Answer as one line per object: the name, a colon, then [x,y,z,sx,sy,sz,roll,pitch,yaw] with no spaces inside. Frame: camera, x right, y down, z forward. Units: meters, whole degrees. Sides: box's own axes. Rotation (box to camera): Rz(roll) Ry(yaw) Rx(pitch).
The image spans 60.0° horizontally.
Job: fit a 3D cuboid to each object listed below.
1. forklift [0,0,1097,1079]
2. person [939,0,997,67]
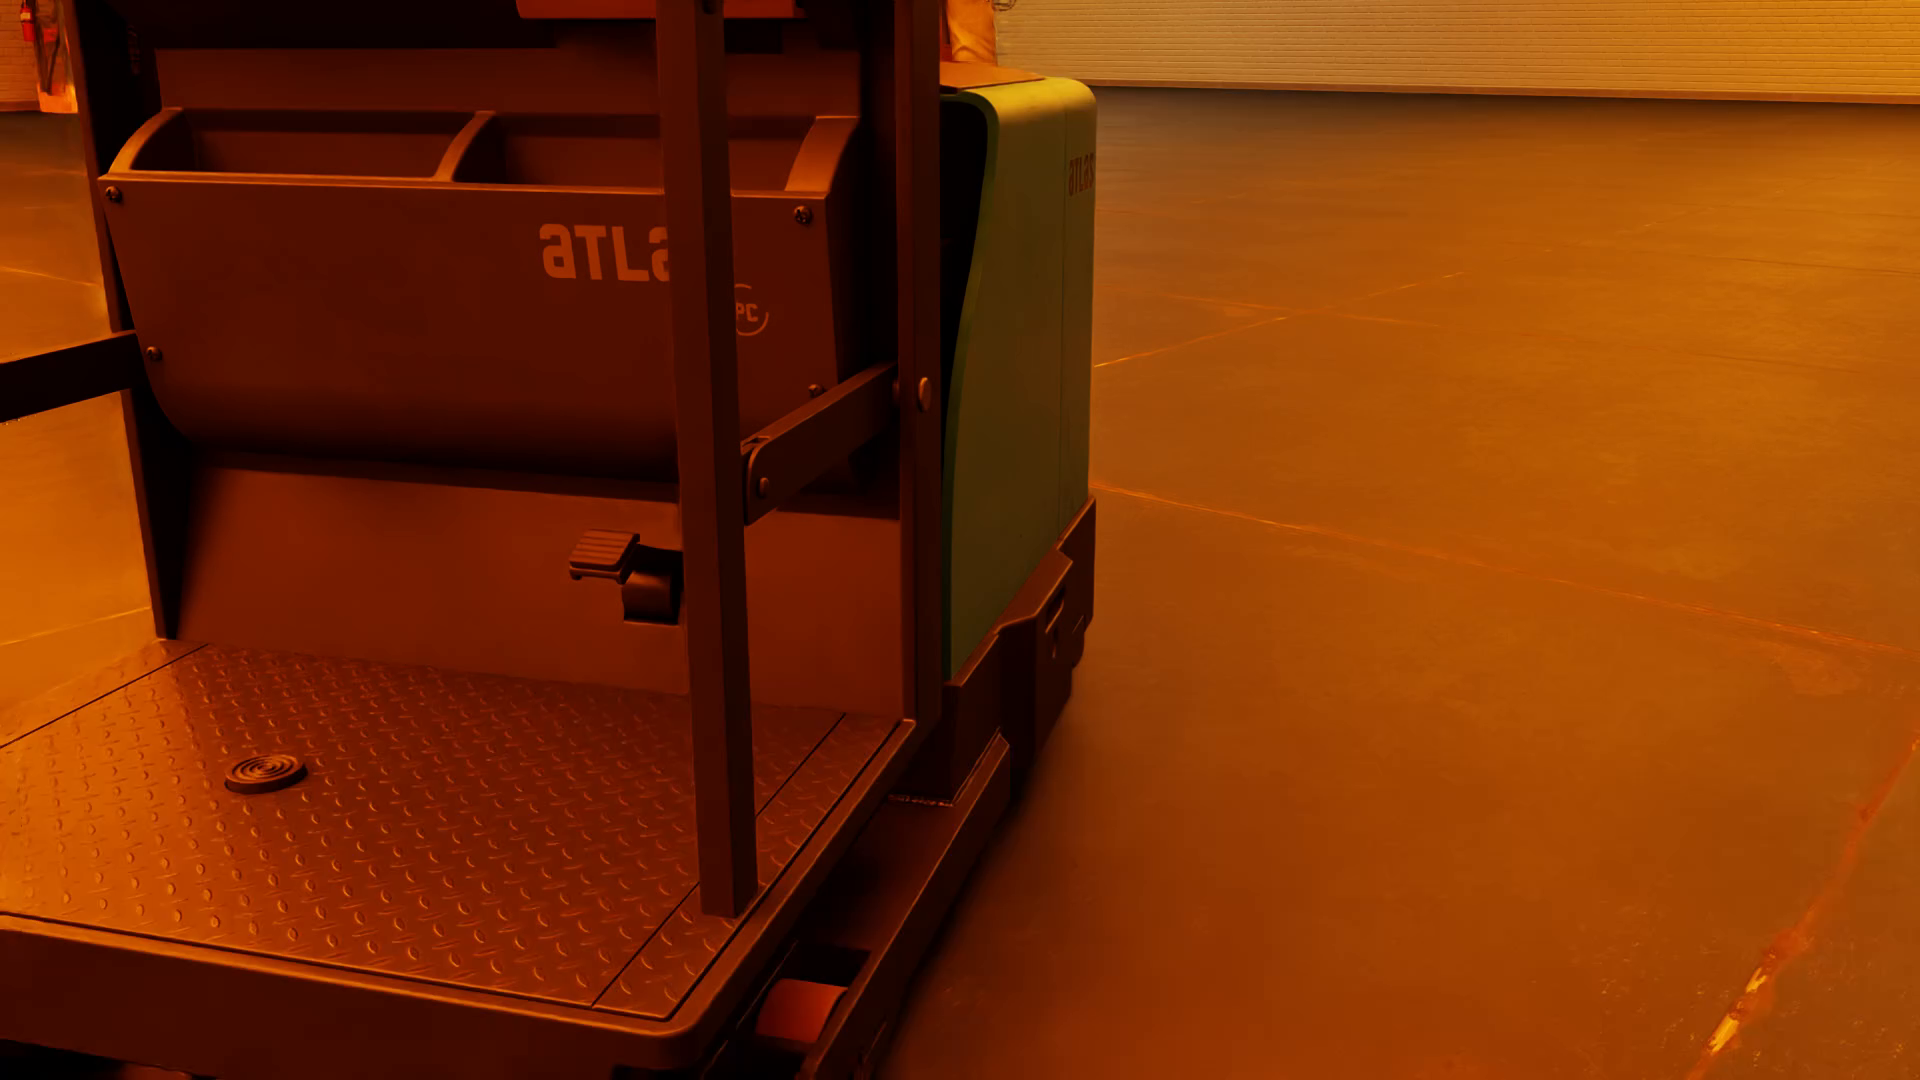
forklift: [-0.625,-0.826,1.618,1.130,2.935,3.031,5,17,15]
person: [-0.233,-0.691,3.538,0.597,1.547,0.575,-11,20,-33]
